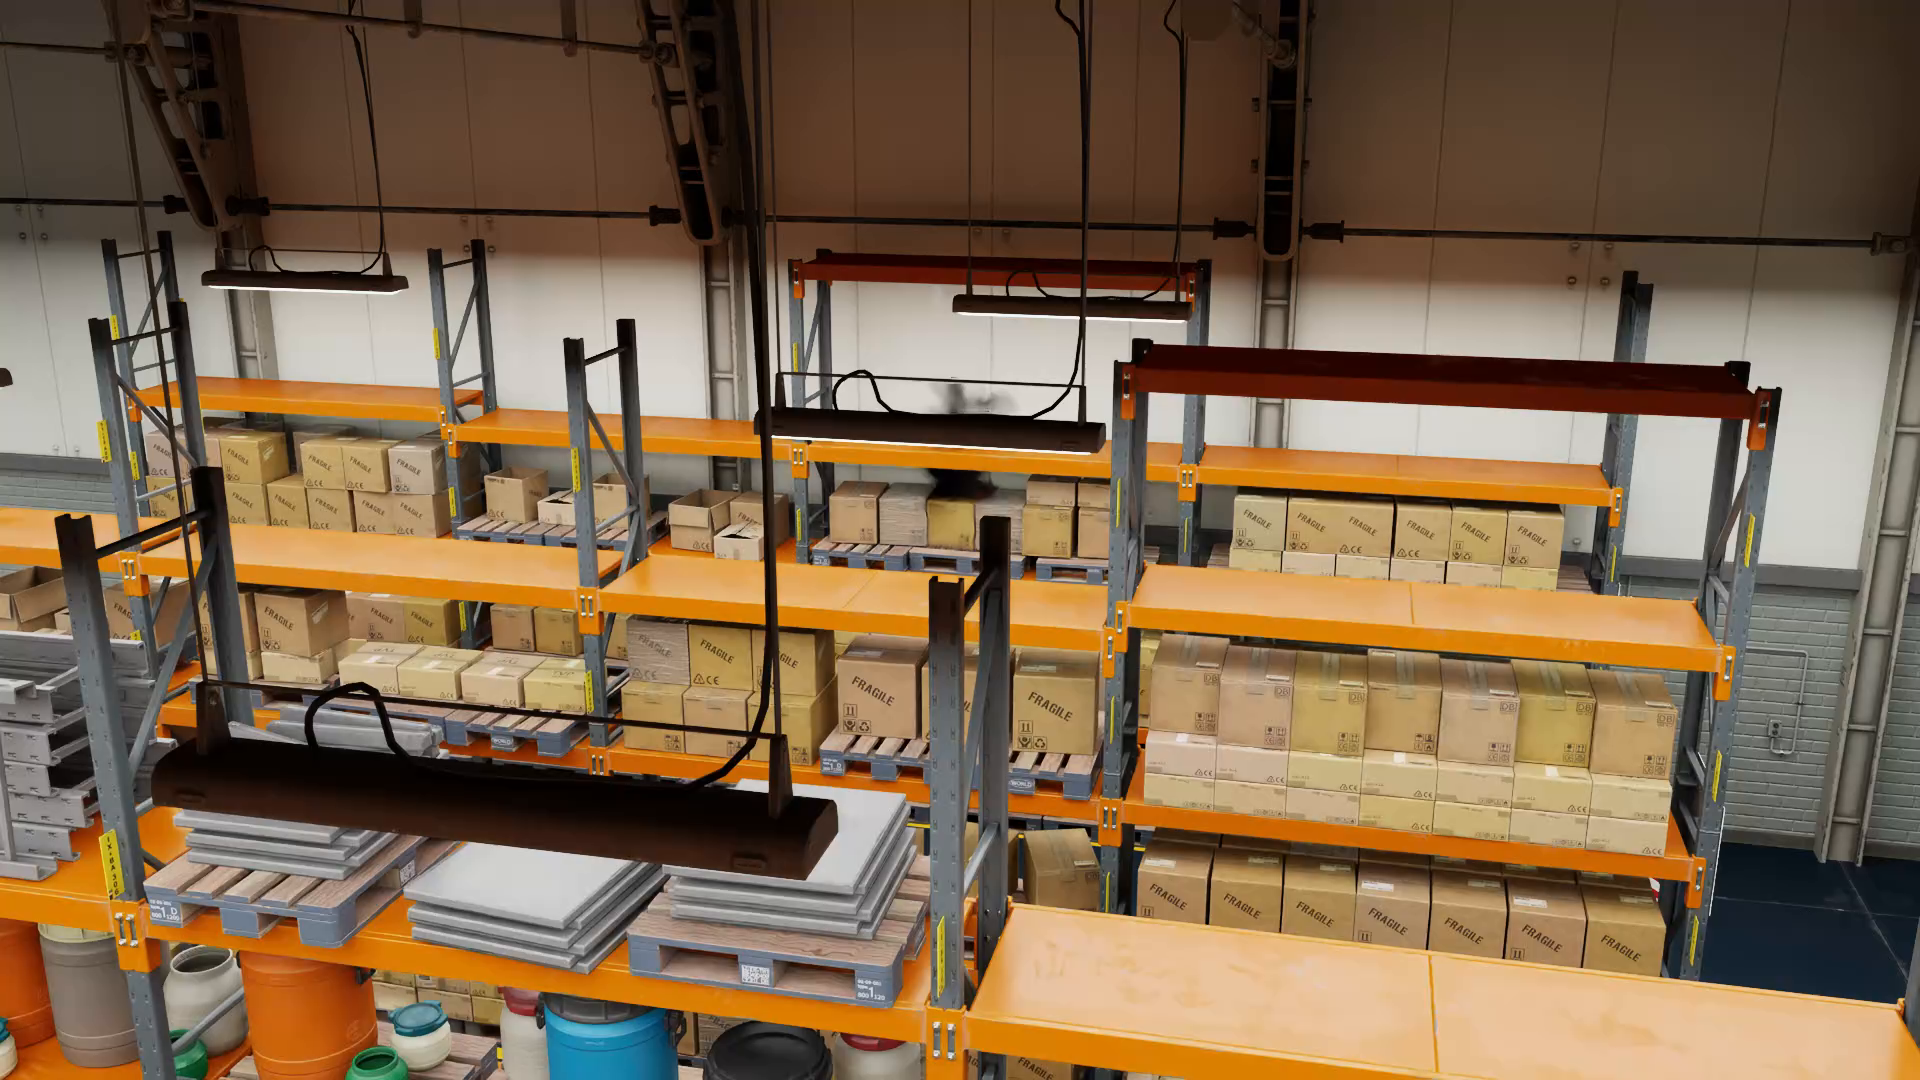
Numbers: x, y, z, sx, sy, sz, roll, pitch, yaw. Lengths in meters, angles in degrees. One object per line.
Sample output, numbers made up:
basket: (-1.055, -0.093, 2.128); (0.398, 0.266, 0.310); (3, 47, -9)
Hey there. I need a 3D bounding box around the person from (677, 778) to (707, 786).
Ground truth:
person: (-2.565, 2.822, 15.879); (0.691, 1.692, 0.619); (4, 17, 12)
